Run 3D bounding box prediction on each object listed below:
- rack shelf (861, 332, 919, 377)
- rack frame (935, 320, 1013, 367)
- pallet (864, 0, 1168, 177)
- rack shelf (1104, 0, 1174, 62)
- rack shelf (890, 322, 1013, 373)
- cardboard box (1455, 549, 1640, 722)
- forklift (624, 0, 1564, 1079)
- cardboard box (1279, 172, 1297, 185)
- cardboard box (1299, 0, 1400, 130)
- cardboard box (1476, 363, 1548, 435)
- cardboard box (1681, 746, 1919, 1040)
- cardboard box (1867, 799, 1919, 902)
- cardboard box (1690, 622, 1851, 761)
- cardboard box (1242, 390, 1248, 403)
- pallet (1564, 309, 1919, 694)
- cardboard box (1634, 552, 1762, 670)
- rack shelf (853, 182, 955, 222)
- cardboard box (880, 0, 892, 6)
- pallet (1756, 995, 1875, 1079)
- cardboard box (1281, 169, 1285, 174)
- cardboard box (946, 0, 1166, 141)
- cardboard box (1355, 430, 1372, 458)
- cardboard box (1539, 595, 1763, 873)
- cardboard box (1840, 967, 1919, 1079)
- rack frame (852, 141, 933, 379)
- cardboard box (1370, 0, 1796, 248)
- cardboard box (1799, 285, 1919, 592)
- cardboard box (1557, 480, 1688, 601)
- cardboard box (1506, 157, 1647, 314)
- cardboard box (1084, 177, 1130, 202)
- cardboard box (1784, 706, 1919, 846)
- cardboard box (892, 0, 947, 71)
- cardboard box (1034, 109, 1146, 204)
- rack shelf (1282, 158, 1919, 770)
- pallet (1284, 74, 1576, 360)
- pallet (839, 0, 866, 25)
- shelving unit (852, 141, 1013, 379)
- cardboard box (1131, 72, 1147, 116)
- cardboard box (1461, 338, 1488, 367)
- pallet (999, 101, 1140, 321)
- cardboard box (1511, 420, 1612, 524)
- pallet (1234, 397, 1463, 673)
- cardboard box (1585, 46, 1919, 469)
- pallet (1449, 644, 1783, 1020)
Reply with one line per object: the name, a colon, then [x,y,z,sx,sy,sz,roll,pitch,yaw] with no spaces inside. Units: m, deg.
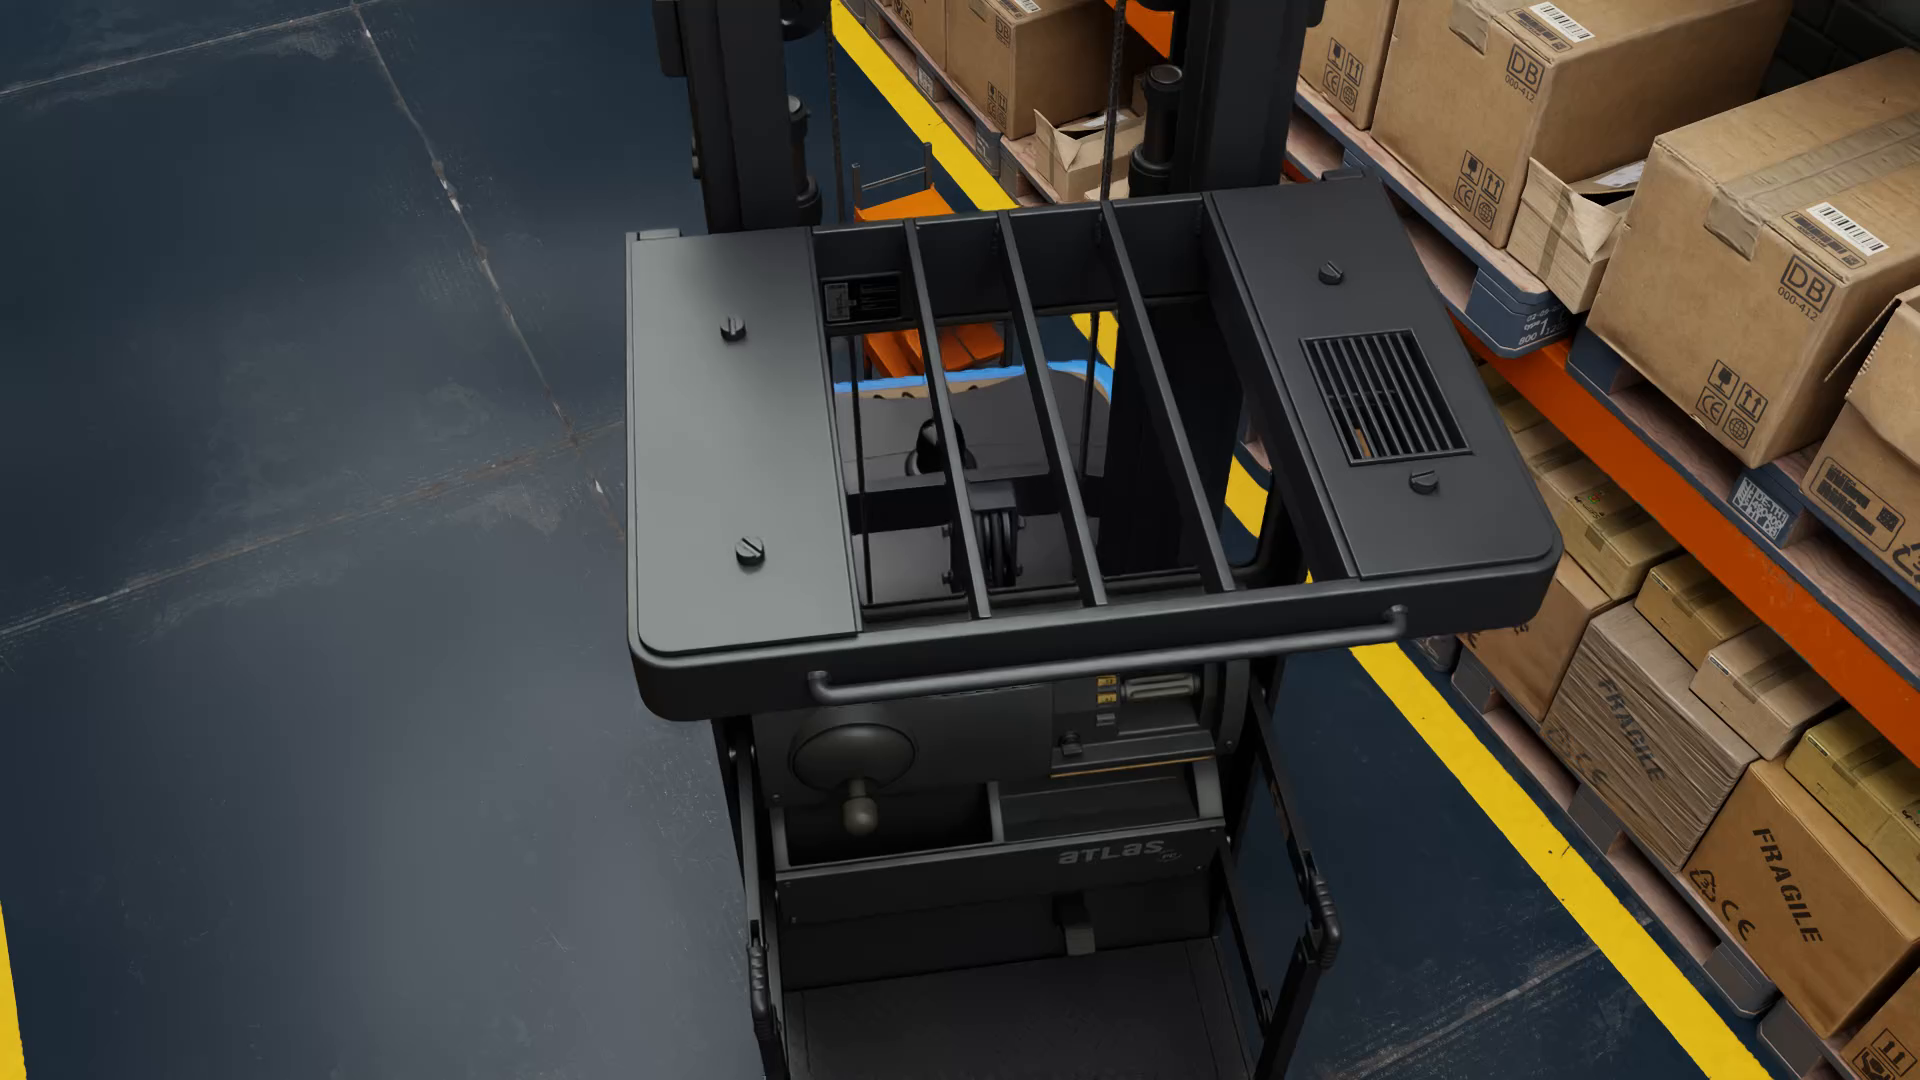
rack shelf: [-0.076,-0.462,4.946,0.258,0.148,0.480,-21,52,-18]
rack frame: [0.036,-0.342,4.752,0.240,1.200,0.015,-21,52,-18]
pallet: [0.300,-2.051,6.904,1.003,0.211,1.213,-21,52,-18]
rack shelf: [0.260,-2.793,6.178,1.077,0.370,4.000,-21,52,-18]
rack shelf: [-0.076,-0.609,4.778,0.258,0.148,0.480,-21,52,-18]
cardboard box: [1.674,0.083,4.566,0.500,0.500,0.500,-23,53,-19]
forklift: [0.110,0.418,2.937,1.130,2.935,3.031,-6,49,-5]
cardboard box: [1.157,-1.007,4.891,0.380,0.149,0.250,-22,52,-18]
cardboard box: [1.198,-1.462,4.190,0.700,0.500,0.500,-20,52,-17]
cardboard box: [1.564,-0.383,4.543,0.380,0.149,0.250,-22,52,-18]
cardboard box: [2.160,0.774,3.962,0.500,0.500,0.500,-19,52,-16]
cardboard box: [2.241,0.658,3.633,0.380,0.149,0.250,-20,52,-16]
cardboard box: [1.973,0.316,3.931,0.380,0.149,0.250,-23,53,-19]
cardboard box: [1.197,-0.605,5.168,0.500,0.500,0.500,-19,52,-16]
pallet: [2.112,-0.251,3.604,1.003,0.211,1.213,-21,52,-18]
cardboard box: [1.906,0.134,4.090,0.380,0.149,0.250,-21,52,-17]
rack shelf: [-0.076,-0.765,4.599,0.258,0.148,0.480,-21,52,-18]
cardboard box: [-0.103,-2.656,6.962,0.700,0.500,0.500,-19,52,-16]
pallet: [2.698,1.391,3.893,1.003,0.211,1.213,-21,52,-18]
cardboard box: [1.083,-1.468,6.048,0.500,0.311,0.500,-19,52,-16]
cardboard box: [0.372,-1.962,6.354,0.700,0.500,0.500,-23,53,-19]
cardboard box: [1.449,-0.252,4.860,0.500,0.500,0.500,-22,52,-18]
cardboard box: [1.906,0.432,4.261,0.500,0.500,0.500,-23,53,-19]
cardboard box: [2.402,1.123,3.657,0.500,0.500,0.500,-22,52,-18]
rack frame: [-0.187,-0.669,5.038,0.240,1.200,0.015,-21,52,-18]
cardboard box: [1.435,-1.115,3.887,0.700,0.500,0.500,-21,52,-17]
cardboard box: [2.095,-0.215,3.098,0.797,0.503,0.637,-22,52,-18]
cardboard box: [1.756,-0.036,4.240,0.380,0.149,0.250,-19,52,-16]
cardboard box: [1.470,-0.723,3.700,0.396,0.266,0.258,-19,51,-16]
cardboard box: [0.660,-1.163,5.889,0.380,0.149,0.250,-23,53,-19]
cardboard box: [2.126,0.491,3.778,0.380,0.149,0.250,-22,52,-18]
cardboard box: [0.050,-2.268,6.623,0.500,0.500,0.500,-20,52,-17]
cardboard box: [0.496,-1.440,6.054,0.396,0.266,0.258,-19,52,-16]
rack shelf: [2.091,-0.116,3.837,1.077,0.370,4.000,-21,52,-18]
pallet: [1.444,-1.056,4.308,1.003,0.211,1.213,-21,52,-18]
pallet: [-0.254,-2.866,7.617,1.003,0.211,1.213,-21,52,-18]
shelving unit: [-0.076,-0.506,4.895,0.258,1.200,0.503,-21,52,-18]
cardboard box: [0.885,-1.705,6.363,0.380,0.149,0.250,-22,52,-18]
cardboard box: [1.426,-0.562,4.699,0.380,0.149,0.250,-24,53,-19]
pallet: [0.862,-1.233,6.189,1.003,0.211,1.213,-21,52,-18]
cardboard box: [1.645,-0.203,4.386,0.380,0.149,0.250,-21,52,-18]
pallet: [1.581,-0.242,5.321,1.003,0.211,1.213,-21,52,-18]
cardboard box: [1.794,-0.590,3.428,0.700,0.500,0.500,-21,52,-18]
pallet: [2.144,0.576,4.606,1.003,0.211,1.213,-21,52,-18]
